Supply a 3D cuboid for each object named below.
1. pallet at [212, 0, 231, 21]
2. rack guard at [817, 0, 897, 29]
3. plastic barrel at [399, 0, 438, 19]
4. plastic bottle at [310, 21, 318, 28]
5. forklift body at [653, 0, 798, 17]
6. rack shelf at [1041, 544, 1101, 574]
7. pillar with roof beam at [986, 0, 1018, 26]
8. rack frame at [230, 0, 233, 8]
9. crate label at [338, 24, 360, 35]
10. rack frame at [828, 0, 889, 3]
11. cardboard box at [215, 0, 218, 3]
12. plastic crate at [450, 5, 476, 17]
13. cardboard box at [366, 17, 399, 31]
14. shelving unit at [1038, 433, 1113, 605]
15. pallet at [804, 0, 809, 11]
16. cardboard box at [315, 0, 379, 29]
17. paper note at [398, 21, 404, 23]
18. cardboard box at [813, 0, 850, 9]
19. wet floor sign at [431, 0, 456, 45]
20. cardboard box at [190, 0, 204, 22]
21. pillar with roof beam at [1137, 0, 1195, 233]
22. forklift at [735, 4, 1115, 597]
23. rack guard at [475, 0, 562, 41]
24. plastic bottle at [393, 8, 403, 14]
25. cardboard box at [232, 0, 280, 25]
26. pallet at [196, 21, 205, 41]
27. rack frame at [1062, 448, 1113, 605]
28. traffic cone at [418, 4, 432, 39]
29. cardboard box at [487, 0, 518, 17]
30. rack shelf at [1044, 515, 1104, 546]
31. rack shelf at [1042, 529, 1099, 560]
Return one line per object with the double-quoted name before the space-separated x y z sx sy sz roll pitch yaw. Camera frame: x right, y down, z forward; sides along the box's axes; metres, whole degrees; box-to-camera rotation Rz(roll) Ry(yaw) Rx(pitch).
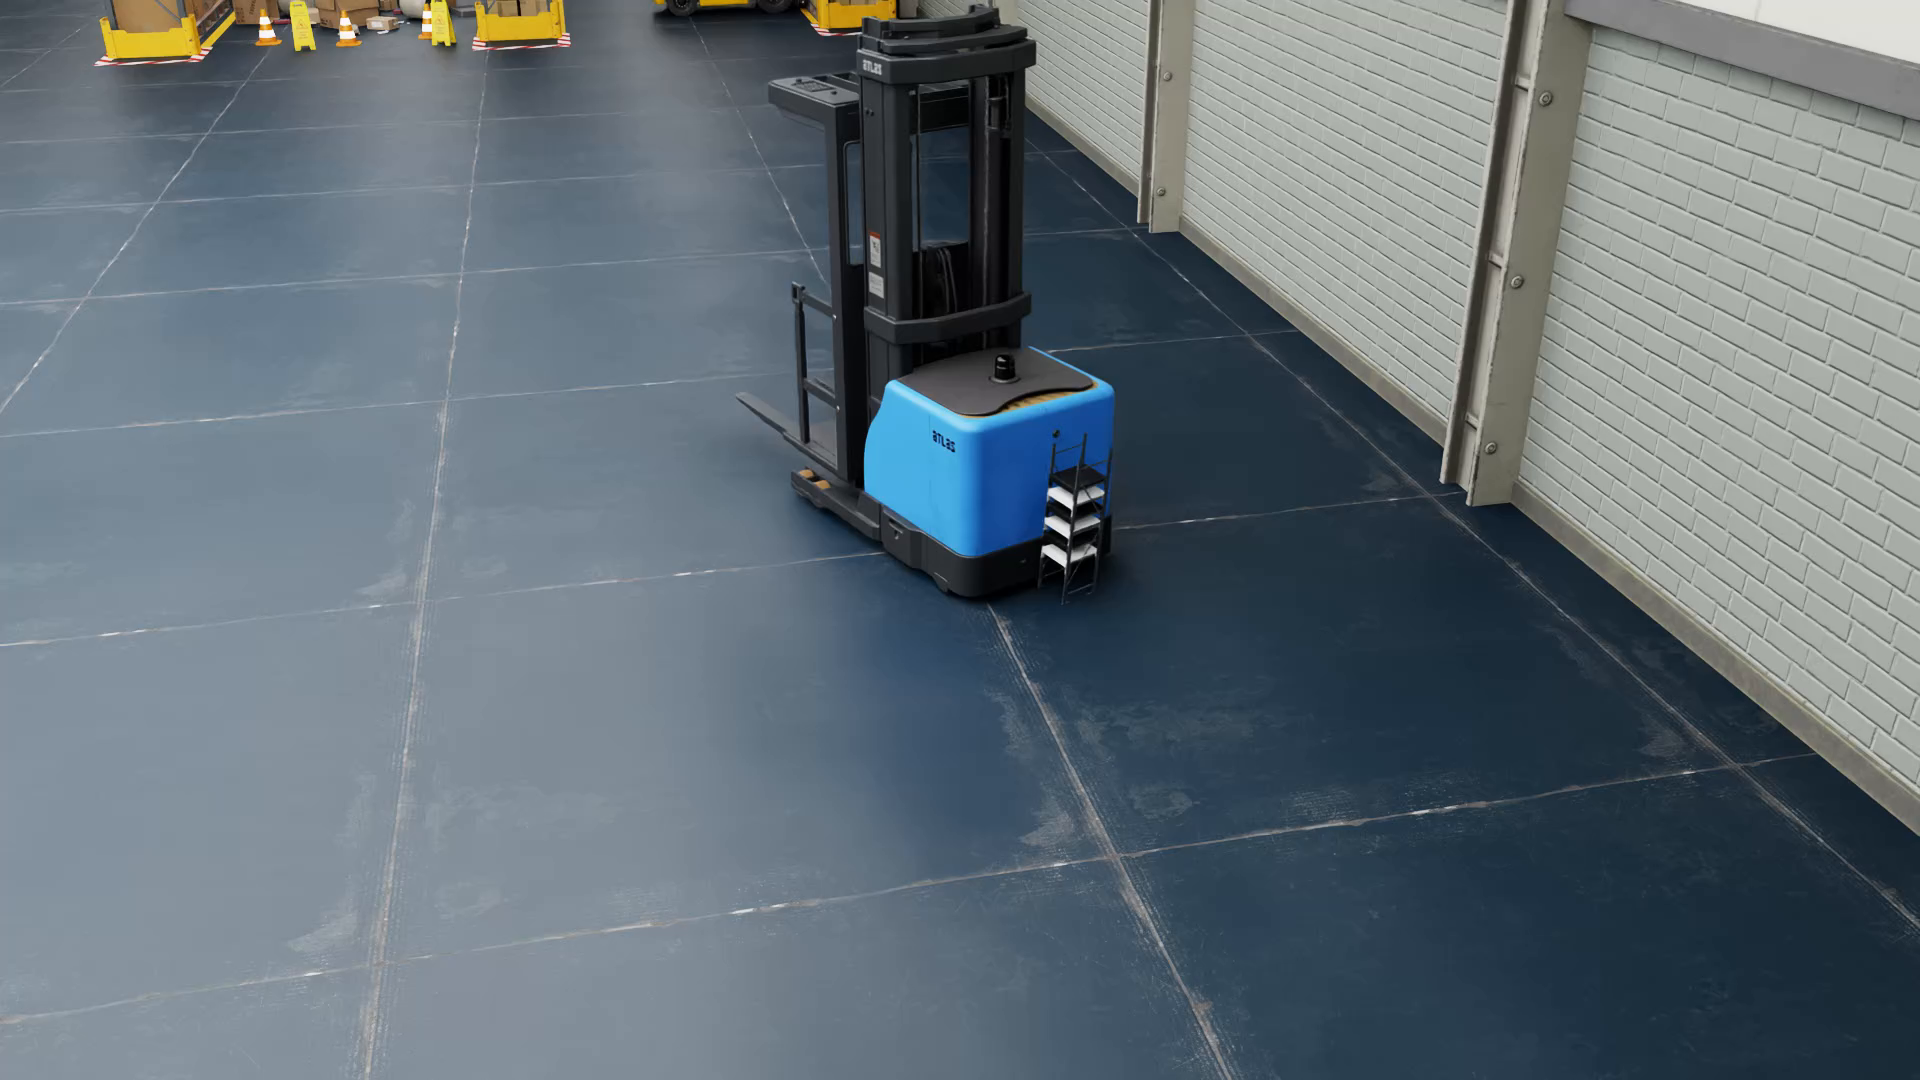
"pallet" -12.000 -8.267 25.895 1.003 0.211 1.213 -6 27 -12
"rack guard" -1.553 -8.024 25.093 1.175 0.500 0.348 -6 27 -12
"plastic barrel" -8.334 -8.248 25.621 0.512 0.421 0.421 13 30 24
"plastic bottle" -9.793 -7.780 25.097 0.133 0.061 0.283 -16 31 -29
"forklift body" -3.763 -9.419 26.024 2.313 2.155 1.214 -6 27 -12
"rack shelf" 0.602 0.074 9.056 0.258 0.077 0.200 -20 39 -34
"pillar with roof beam" -3.679 -9.155 17.901 9.100 9.000 0.400 -6 27 -12
"rack frame" -12.095 -9.854 25.944 1.000 3.000 0.127 -6 27 -12
"crate label" -8.990 -7.502 24.461 0.250 0.136 0.298 -23 35 -38
"rack frame" -1.558 -9.151 24.551 1.000 3.000 0.127 -6 27 -12
"cardboard box" -12.021 -8.810 25.767 0.875 0.875 0.875 -6 27 -11
"plastic crate" -7.740 -8.325 26.155 0.402 0.080 0.583 -16 31 -29
"cardboard box" -8.657 -7.742 24.924 0.380 0.149 0.250 8 28 15
"shelving unit" 0.615 -0.108 8.945 0.258 0.900 0.210 -20 39 -34
"pallet" -2.043 -8.772 26.895 1.003 0.211 1.213 -6 27 -12
"cardboard box" -9.256 -8.045 25.130 0.637 0.503 0.797 19 32 32
"paper note" -8.591 -7.915 25.411 0.148 0.019 0.142 3 27 6
"cardboard box" -1.972 -8.285 25.421 0.500 0.250 0.500 -6 27 -11
"wet floor sign" -7.393 -7.402 23.699 0.267 0.644 0.232 3 27 6
"cardboard box" -11.611 -8.014 24.191 0.875 0.875 0.875 -6 27 -12
"pillar with roof beam" -2.327 -6.521 12.683 9.100 9.000 0.400 -6 27 -12
"forklift" -0.386 -1.613 9.693 1.130 2.935 3.031 -17 31 -30
"rack guard" -6.411 -7.562 24.178 1.175 0.500 0.348 -6 27 -12
"plastic bottle" -8.831 -8.332 26.190 0.133 0.061 0.283 -1 27 -3
"cardboard box" -10.745 -8.162 25.363 0.500 0.500 0.500 -1 27 -3
"pallet" -11.450 -7.196 23.773 1.003 0.211 1.213 -6 27 -12
"rack frame" 0.678 -0.063 8.879 0.240 0.900 0.006 -20 39 -34
"traffic cone" -7.747 -7.570 24.235 0.336 0.463 0.334 -6 27 -12
"cardboard box" -6.843 -7.943 24.744 0.500 0.250 0.500 -6 27 -12
"rack shelf" 0.613 -0.079 8.963 0.258 0.077 0.200 -20 39 -34
"rack shelf" 0.607 -0.002 9.009 0.258 0.077 0.200 -20 39 -34
